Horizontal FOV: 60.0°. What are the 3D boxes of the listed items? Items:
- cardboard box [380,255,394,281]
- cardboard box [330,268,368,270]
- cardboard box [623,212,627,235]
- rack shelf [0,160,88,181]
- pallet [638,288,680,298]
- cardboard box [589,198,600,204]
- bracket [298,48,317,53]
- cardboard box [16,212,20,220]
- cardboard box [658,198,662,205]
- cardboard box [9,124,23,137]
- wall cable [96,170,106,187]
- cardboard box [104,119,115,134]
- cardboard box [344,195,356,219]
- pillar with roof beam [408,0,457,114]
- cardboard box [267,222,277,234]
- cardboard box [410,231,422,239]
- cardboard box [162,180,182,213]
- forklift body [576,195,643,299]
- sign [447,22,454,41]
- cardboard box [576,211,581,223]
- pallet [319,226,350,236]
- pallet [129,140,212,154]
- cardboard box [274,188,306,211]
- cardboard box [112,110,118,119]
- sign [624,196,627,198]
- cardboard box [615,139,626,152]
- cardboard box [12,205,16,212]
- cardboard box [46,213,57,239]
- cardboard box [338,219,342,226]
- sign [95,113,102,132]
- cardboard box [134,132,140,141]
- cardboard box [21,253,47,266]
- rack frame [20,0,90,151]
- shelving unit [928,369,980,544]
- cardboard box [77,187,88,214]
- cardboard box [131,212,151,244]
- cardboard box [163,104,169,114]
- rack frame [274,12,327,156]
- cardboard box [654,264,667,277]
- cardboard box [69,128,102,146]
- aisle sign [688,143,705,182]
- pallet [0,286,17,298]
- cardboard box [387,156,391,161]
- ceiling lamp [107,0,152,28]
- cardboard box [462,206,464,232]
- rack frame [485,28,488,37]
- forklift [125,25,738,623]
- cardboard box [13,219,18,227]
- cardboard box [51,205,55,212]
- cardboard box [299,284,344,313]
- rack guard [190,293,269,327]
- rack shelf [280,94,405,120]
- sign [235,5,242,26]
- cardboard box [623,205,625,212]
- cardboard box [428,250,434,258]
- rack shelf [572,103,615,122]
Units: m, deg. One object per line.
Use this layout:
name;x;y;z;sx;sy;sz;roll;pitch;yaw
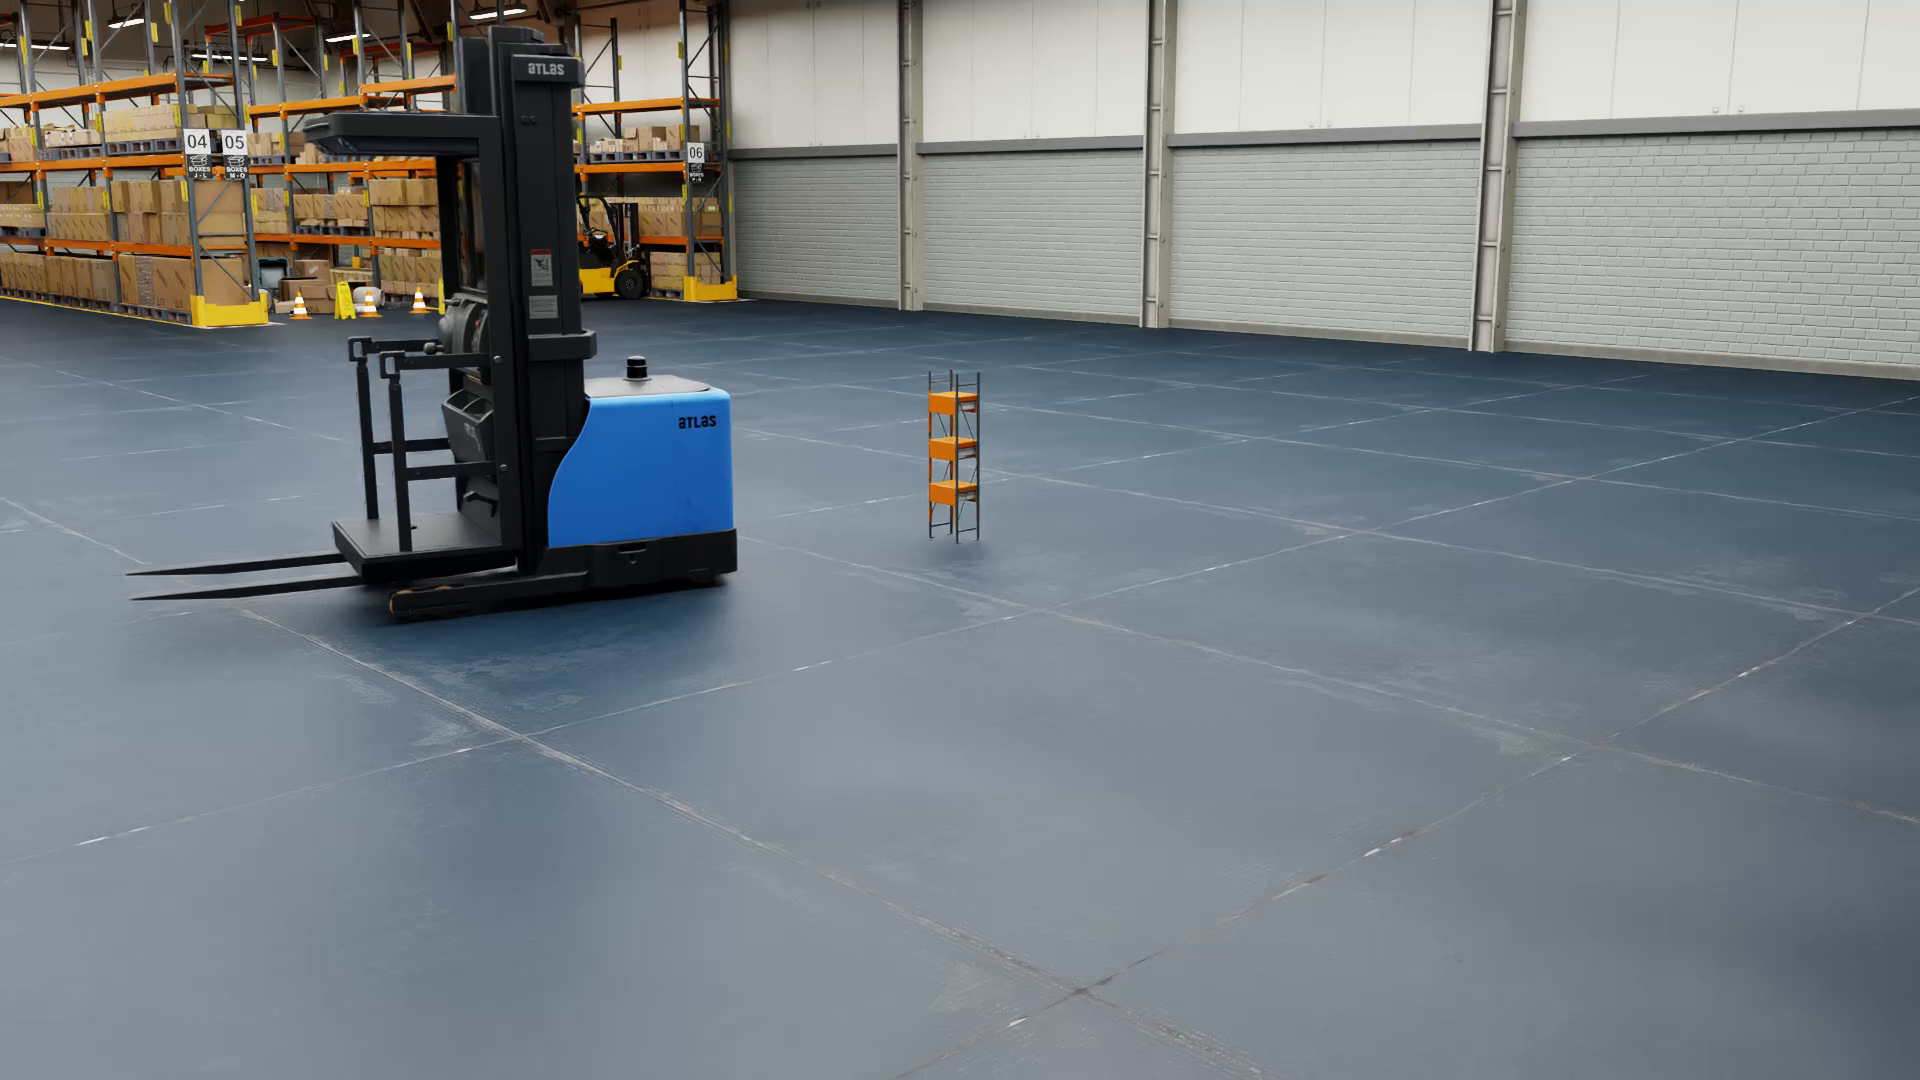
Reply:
cardboard box;-11.380;-5.510;33.636;0.500;0.500;0.500;-10;15;-40
cardboard box;-13.456;-5.719;36.209;0.950;0.372;0.625;-11;16;-44
cardboard box;-7.165;-6.900;36.221;0.500;0.500;0.500;-11;16;-43
rack shelf;-19.246;-7.695;34.678;1.077;0.370;4.000;-11;16;-43
pallet;-6.639;-5.434;36.263;1.003;0.211;1.213;-11;16;-43
cardboard box;-7.999;-7.524;36.905;0.380;0.149;0.250;-10;16;-41
bracket;-19.974;-14.490;49.522;0.076;0.066;5.218;-11;16;-43
cardboard box;-19.077;-6.637;34.036;0.380;0.149;0.250;-11;16;-42
cardboard box;-6.153;-7.164;35.157;0.380;0.149;0.250;-11;16;-42
cardboard box;-19.235;-8.387;34.109;0.396;0.266;0.258;-11;16;-43
wall cable;-23.790;-9.491;46.451;0.585;1.953;0.123;-11;16;-43
cardboard box;-14.967;-7.388;29.752;0.500;0.250;0.500;-11;16;-42
cardboard box;-12.420;-6.915;34.517;0.500;0.500;0.500;-11;16;-42
pillar with roof beam;-16.472;-10.833;40.690;9.100;9.000;0.548;-11;16;-43
cardboard box;-15.255;-7.028;37.460;0.500;0.250;0.500;-11;16;-42
cardboard box;-10.536;-5.973;32.591;0.380;0.149;0.250;-11;16;-43
cardboard box;-13.015;-5.848;28.316;0.875;0.550;0.550;-11;16;-43
forklift body;-7.871;-6.123;34.799;2.313;2.155;1.214;-11;16;-43
sign;-9.245;-9.222;30.167;0.100;0.325;0.005;-11;16;-43
cardboard box;-8.529;-7.307;37.577;0.500;0.250;0.500;-11;16;-44
pallet;-12.958;-6.614;35.556;1.003;0.211;1.213;-11;16;-43
pallet;-13.707;-6.830;28.913;1.003;0.211;1.213;-11;16;-43
cardboard box;-14.901;-7.569;36.989;0.500;0.500;0.500;11;16;44
cardboard box;-14.745;-7.520;29.400;0.380;0.149;0.250;-11;16;-43
sign;-7.604;-7.640;37.719;0.100;0.325;0.005;-11;16;-43
cardboard box;-7.199;-8.499;35.839;0.258;0.266;0.396;11;16;44
cardboard box;-19.237;-6.818;34.178;0.380;0.149;0.250;-11;16;-43
cardboard box;-17.750;-6.232;32.981;0.500;0.500;0.500;-11;16;-42
cardboard box;-12.841;-6.677;34.971;0.380;0.149;0.250;-11;16;-43
sign;-15.488;-7.502;29.897;0.100;0.325;0.005;-11;16;-43
cardboard box;-14.046;-6.981;28.763;0.380;0.149;0.250;-11;16;-42
cardboard box;-19.223;-5.847;34.654;0.500;0.250;0.500;-10;16;-41
rack frame;-17.865;-9.225;32.886;1.000;3.000;0.127;-11;16;-43
shelving unit;-0.037;-0.522;10.343;0.215;1.050;0.252;-11;16;-43
cardboard box;-16.503;-6.536;31.974;0.700;0.500;0.500;-11;16;-43
cardboard box;-14.155;-5.552;29.553;0.875;0.550;0.550;-11;16;-43
cardboard box;-12.989;-7.149;27.601;0.380;0.149;0.250;-11;16;-42
rack frame;-14.354;-9.929;36.306;1.000;3.000;0.127;-11;16;-43
cardboard box;-6.143;-5.722;35.284;0.500;0.250;0.500;-11;16;-43
cardboard box;-16.472;-7.608;31.404;0.500;0.311;0.500;11;16;43
aisle sign;-5.409;-7.738;34.096;0.394;0.787;0.004;-11;16;-43
pallet;-20.088;-5.391;36.056;1.003;0.211;1.213;-11;16;-43
cardboard box;-11.163;-7.607;33.089;0.380;0.149;0.250;-11;16;-43
ceiling lamp;-18.120;-12.946;36.482;0.800;3.185;2.000;-11;16;-43
cardboard box;-9.404;-6.059;31.402;0.500;0.500;0.500;-11;16;-44
rack frame;-10.767;-10.622;39.666;1.000;3.000;0.127;-11;16;-43
forklift;-2.783;-1.139;8.676;3.031;2.935;1.130;-6;13;-28
cardboard box;-19.242;-6.527;34.240;0.250;0.149;0.380;11;16;43
cardboard box;-18.580;-6.869;34.426;0.250;0.149;0.380;11;16;43
cardboard box;-11.874;-4.504;31.028;0.637;0.503;0.797;1;12;6
rack guard;-12.323;-3.891;28.059;1.175;0.500;0.348;-11;16;-43
rack shelf;-12.973;-9.089;35.002;1.077;0.370;4.000;-11;16;-43
sign;-11.934;-8.669;27.480;0.100;0.325;0.005;-11;16;-43
cardboard box;-7.111;-7.192;36.032;0.250;0.149;0.380;11;16;43
cardboard box;-10.045;-5.529;32.124;0.380;0.149;0.250;-11;16;-42
rack shelf;-9.386;-9.781;38.362;1.077;0.370;4.000;-11;16;-43
